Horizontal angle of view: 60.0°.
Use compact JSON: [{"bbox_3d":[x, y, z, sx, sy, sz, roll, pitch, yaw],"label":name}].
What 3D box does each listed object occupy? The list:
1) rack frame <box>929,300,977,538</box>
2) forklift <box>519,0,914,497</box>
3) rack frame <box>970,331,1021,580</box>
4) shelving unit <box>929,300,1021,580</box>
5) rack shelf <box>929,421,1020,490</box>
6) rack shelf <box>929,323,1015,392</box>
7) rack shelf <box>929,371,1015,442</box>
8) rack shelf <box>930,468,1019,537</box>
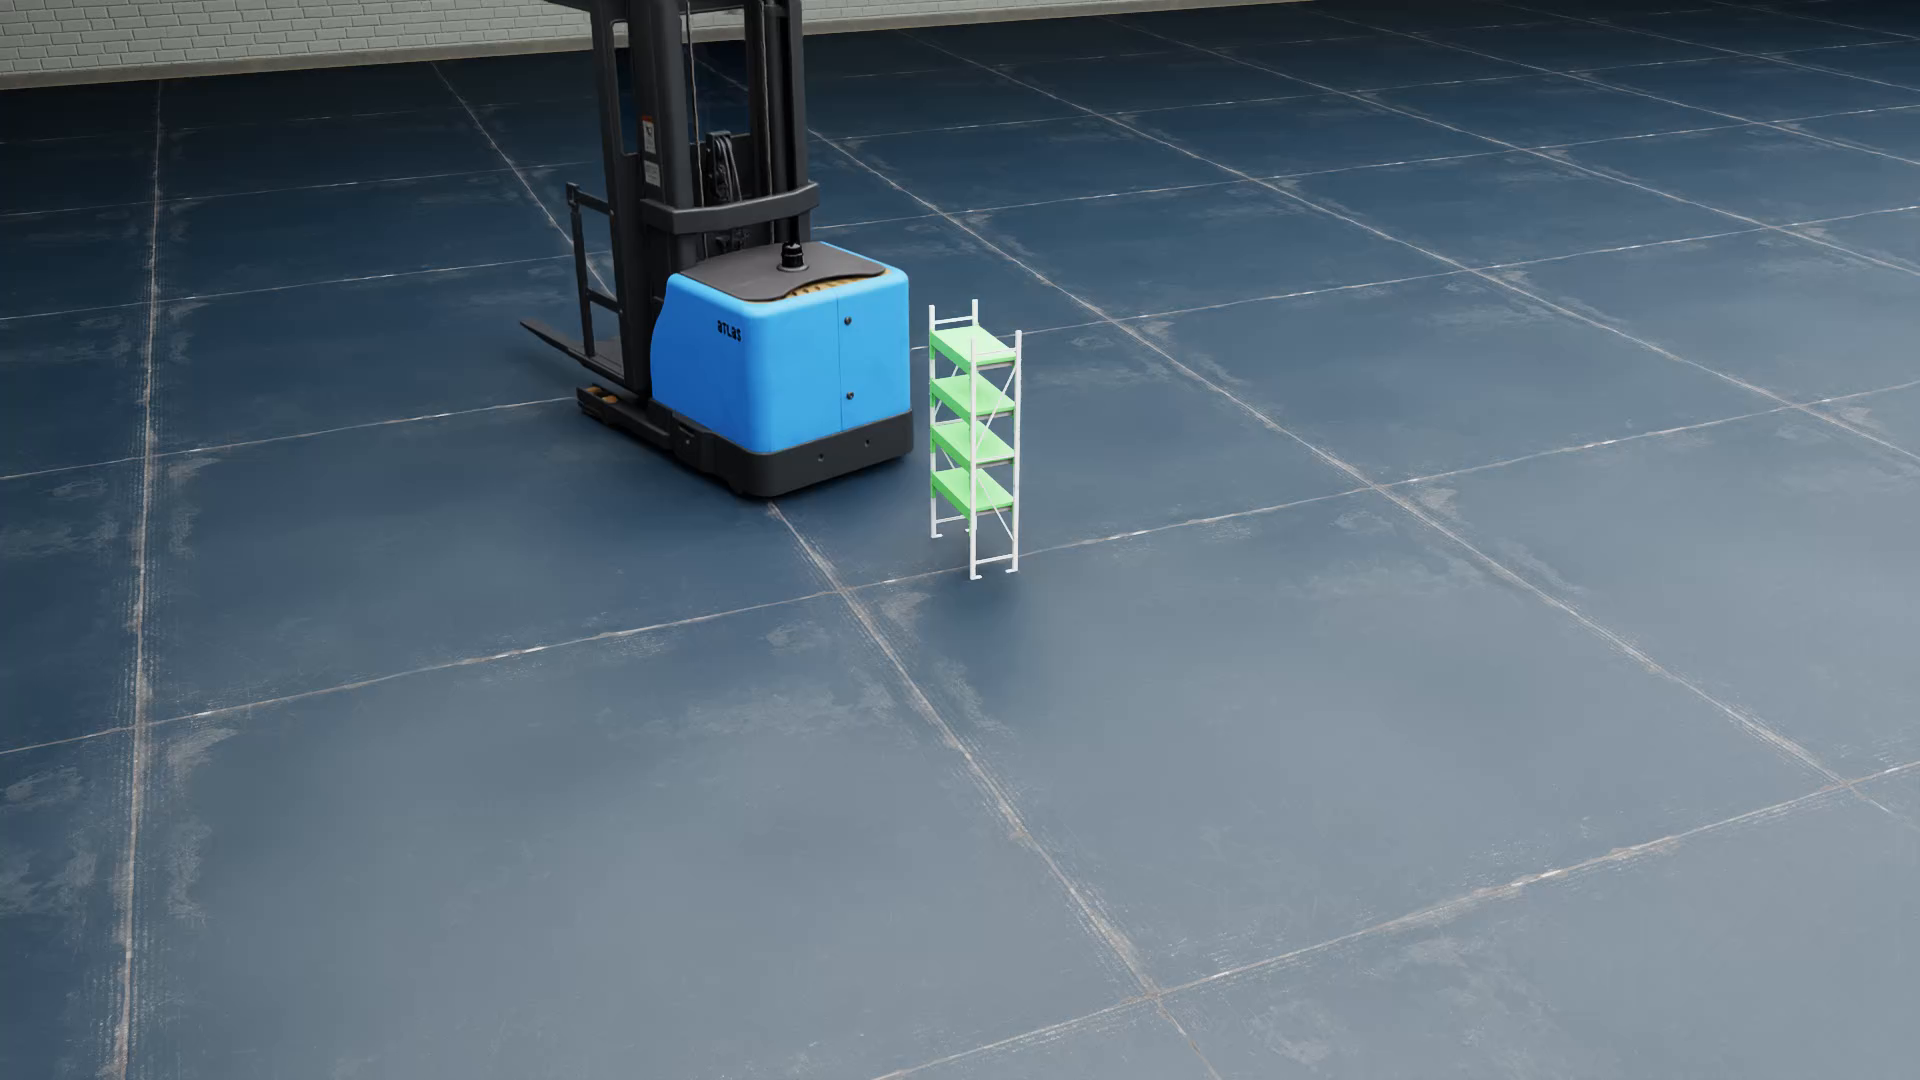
[{"bbox_3d":[-0.031,-0.571,8.052,0.240,1.200,0.015,-11,28,-21],"label":"rack frame"},{"bbox_3d":[-1.588,-2.110,9.231,1.130,2.935,3.031,-20,33,-35],"label":"forklift"},{"bbox_3d":[0.160,-0.374,7.648,0.240,1.200,0.015,-11,28,-21],"label":"rack frame"},{"bbox_3d":[0.065,-0.472,7.850,0.258,1.200,0.503,-11,28,-21],"label":"shelving unit"},{"bbox_3d":[0.065,-0.415,7.878,0.258,0.148,0.480,-11,28,-21],"label":"rack shelf"},{"bbox_3d":[0.065,-0.846,7.667,0.258,0.148,0.480,-11,28,-21],"label":"rack shelf"},{"bbox_3d":[0.065,-0.631,7.773,0.258,0.148,0.480,-11,28,-21],"label":"rack shelf"},{"bbox_3d":[0.065,-0.199,7.983,0.258,0.148,0.480,-11,28,-21],"label":"rack shelf"}]
